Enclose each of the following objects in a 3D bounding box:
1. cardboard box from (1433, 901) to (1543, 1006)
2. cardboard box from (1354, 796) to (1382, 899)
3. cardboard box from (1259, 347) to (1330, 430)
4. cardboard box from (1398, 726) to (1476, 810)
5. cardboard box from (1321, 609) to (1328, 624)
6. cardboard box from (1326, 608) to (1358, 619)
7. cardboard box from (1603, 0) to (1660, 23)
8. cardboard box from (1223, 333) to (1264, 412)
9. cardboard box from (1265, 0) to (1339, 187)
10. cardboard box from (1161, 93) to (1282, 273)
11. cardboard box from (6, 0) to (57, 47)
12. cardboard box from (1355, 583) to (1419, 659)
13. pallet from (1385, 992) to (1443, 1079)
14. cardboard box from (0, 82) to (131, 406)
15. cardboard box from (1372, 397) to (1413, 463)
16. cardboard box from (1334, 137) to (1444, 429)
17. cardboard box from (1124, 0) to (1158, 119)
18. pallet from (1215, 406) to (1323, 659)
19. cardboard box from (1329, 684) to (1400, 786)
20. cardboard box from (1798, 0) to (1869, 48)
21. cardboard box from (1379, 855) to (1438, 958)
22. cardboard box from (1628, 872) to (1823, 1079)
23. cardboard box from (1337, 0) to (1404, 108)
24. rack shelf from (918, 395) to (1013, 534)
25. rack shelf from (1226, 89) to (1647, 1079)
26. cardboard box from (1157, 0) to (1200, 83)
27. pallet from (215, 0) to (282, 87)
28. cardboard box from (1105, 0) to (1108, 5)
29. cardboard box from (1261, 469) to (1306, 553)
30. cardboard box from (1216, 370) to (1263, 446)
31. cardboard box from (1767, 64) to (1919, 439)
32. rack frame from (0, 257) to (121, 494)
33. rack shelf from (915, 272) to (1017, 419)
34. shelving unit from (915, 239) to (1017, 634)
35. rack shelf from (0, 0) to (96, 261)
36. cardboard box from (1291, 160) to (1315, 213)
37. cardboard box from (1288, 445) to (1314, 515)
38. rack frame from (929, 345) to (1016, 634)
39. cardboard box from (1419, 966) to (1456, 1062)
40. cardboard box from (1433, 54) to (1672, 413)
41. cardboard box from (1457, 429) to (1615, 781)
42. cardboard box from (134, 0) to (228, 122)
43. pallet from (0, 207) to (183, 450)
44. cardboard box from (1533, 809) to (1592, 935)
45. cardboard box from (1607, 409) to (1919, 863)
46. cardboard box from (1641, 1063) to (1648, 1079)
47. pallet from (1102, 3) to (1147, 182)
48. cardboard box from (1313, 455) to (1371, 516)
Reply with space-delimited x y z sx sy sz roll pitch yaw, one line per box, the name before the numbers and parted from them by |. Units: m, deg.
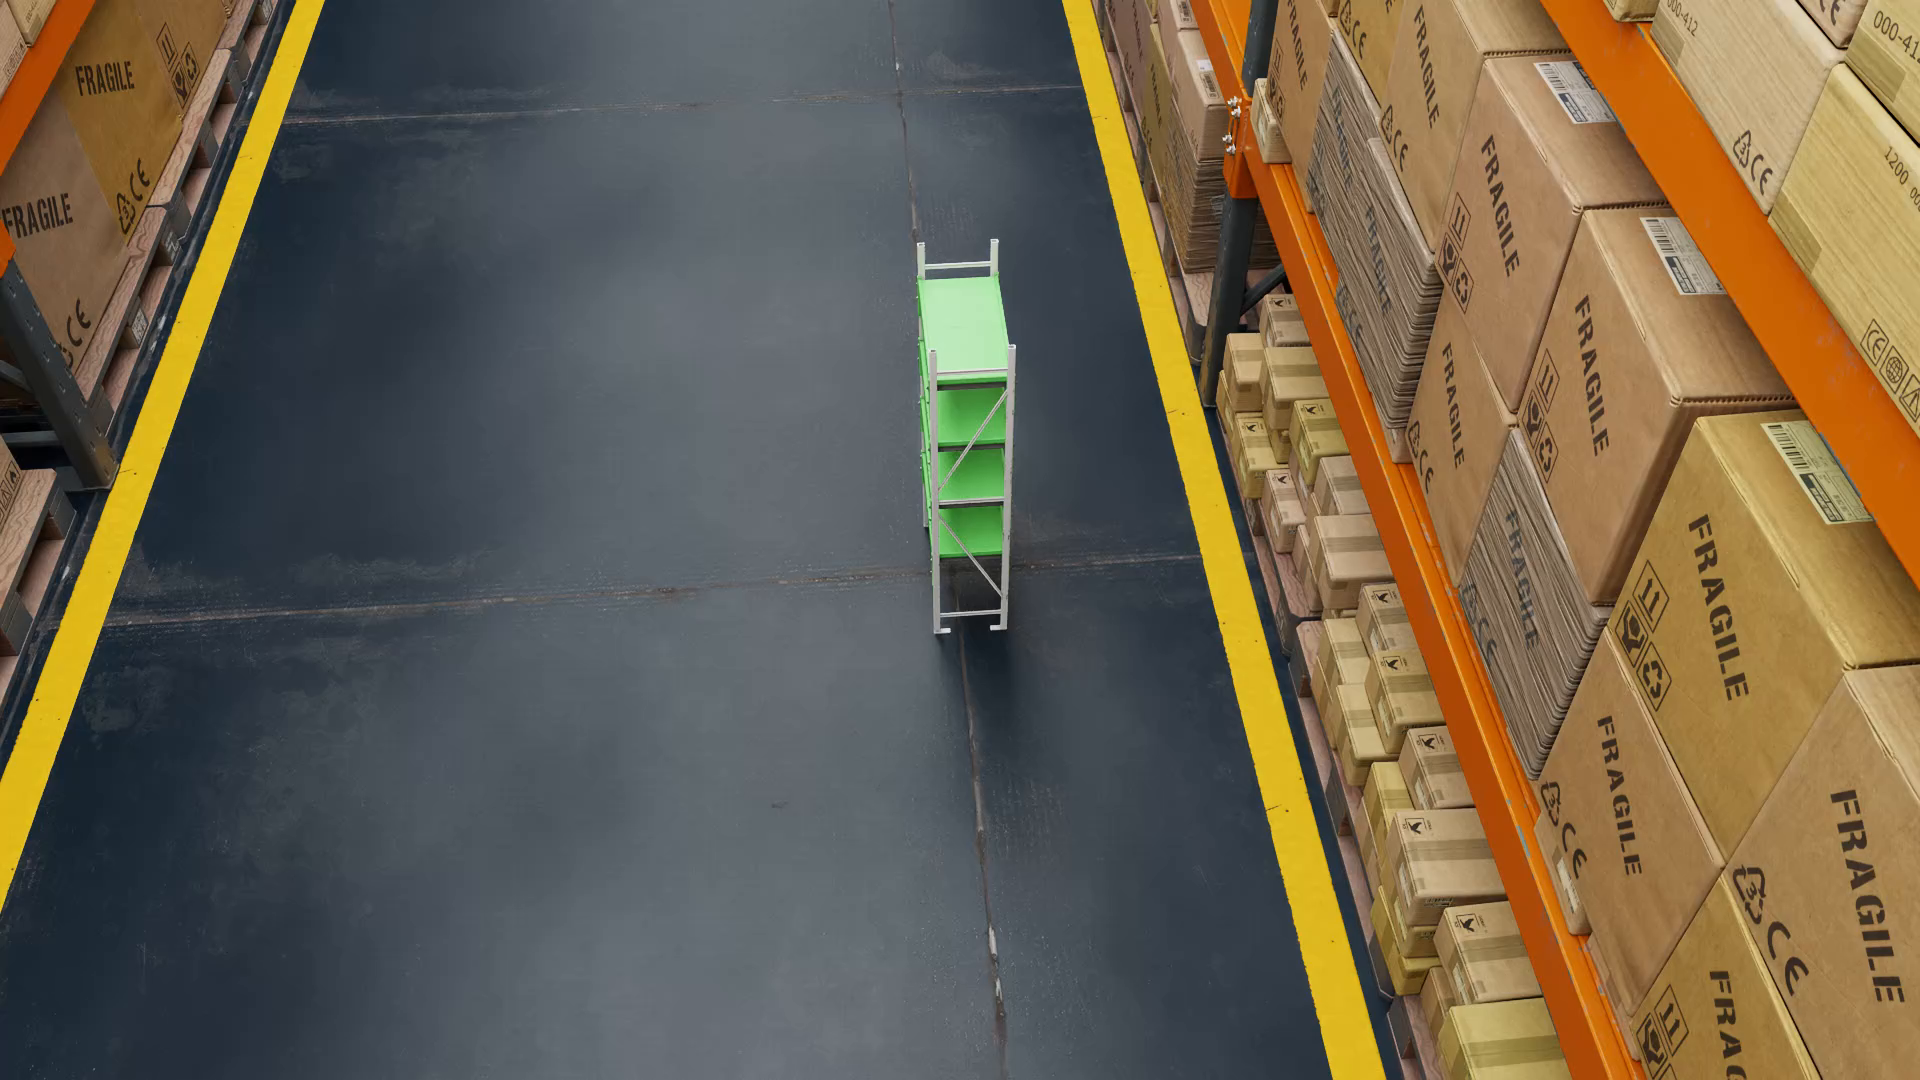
cardboard box | 1.371 1.008 3.994 0.380 0.149 0.250 -5 47 -5
cardboard box | 1.307 0.834 4.568 0.380 0.149 0.250 -3 47 -3
cardboard box | 1.190 -0.498 5.420 0.380 0.149 0.250 -1 47 -1
cardboard box | 1.381 0.619 4.362 0.380 0.149 0.250 -5 47 -5
cardboard box | 1.337 0.267 5.105 0.380 0.149 0.250 -5 47 -5
cardboard box | 1.301 0.169 4.993 0.380 0.149 0.250 -2 47 -1
cardboard box | 1.294 -1.105 2.767 0.500 0.250 0.500 -2 47 -2
cardboard box | 1.115 -0.578 5.701 0.380 0.149 0.250 -2 47 -1
cardboard box | 1.194 -1.357 4.695 0.500 0.500 0.500 -4 47 -4
cardboard box | 1.090 -1.399 6.441 0.500 0.500 0.500 -4 47 -4
cardboard box | -3.340 -1.877 5.565 0.500 0.250 0.500 -5 47 -4
cardboard box | 1.349 0.251 4.711 0.380 0.149 0.250 -5 47 -5
pallet | 1.699 1.614 4.076 1.003 0.211 1.213 -3 47 -3
cardboard box | -3.653 -1.077 5.878 0.875 0.875 0.875 -2 47 -2
cardboard box | 1.260 -0.333 4.172 0.380 0.149 0.250 -2 47 -2
cardboard box | 1.248 -0.633 4.009 0.500 0.500 0.500 -4 47 -4
cardboard box | 1.009 -2.141 7.145 0.500 0.500 0.500 -4 47 -4
pallet | 1.495 -0.151 5.748 1.003 0.211 1.213 -3 47 -3
cardboard box | 1.254 0.535 4.646 0.380 0.149 0.250 -3 47 -3
cardboard box | 1.362 -0.910 2.239 0.500 0.250 0.500 -3 47 -3
cardboard box | 1.308 0.920 4.283 0.380 0.149 0.250 -3 47 -3
cardboard box | 1.444 0.854 2.601 0.500 0.500 0.500 -3 47 -2
cardboard box | 1.257 -1.359 4.009 0.500 0.500 0.500 -5 47 -4
rack shelf | 0.014 -0.249 5.247 0.258 0.148 0.480 -3 47 -3
rack shelf | 1.571 0.101 4.084 1.077 0.370 4.000 -3 47 -3
cardboard box | 1.059 -2.033 6.525 0.500 0.250 0.500 -1 47 -1
pallet | -3.865 -2.580 8.048 1.003 0.211 1.213 -3 47 -3
cardboard box | 0.919 -2.882 7.846 0.500 0.500 0.500 -3 47 -3
cardboard box | 1.208 -0.106 5.458 0.380 0.149 0.250 -4 47 -3
cardboard box | 1.114 -0.475 5.808 0.380 0.149 0.250 -5 47 -5
cardboard box | 1.386 -0.361 2.064 0.500 0.250 0.500 -3 47 -3
rack frame | -3.521 -1.220 4.839 1.000 3.000 0.127 -3 47 -3
rack shelf | 0.014 -0.579 4.899 0.258 0.148 0.480 -3 47 -3
shelving unit | 0.014 -0.293 5.201 0.258 1.200 0.503 -3 47 -3
rack shelf | -3.688 -2.419 6.471 1.077 0.370 4.000 -3 47 -3
cardboard box | 1.197 -1.100 4.899 0.380 0.149 0.250 -2 47 -2
cardboard box | 1.282 -0.227 5.368 0.380 0.149 0.250 -4 47 -4
rack frame | 0.034 -0.116 5.034 0.240 1.200 0.015 -3 47 -3
cardboard box | 1.394 1.214 4.209 0.380 0.149 0.250 -3 47 -3
cardboard box | 1.310 -0.621 3.310 0.500 0.500 0.500 -5 47 -5
cardboard box | 1.354 0.115 3.301 0.500 0.500 0.500 -3 47 -3
cardboard box | -3.810 -2.377 7.110 0.875 0.875 0.875 -3 47 -3
pallet | -3.661 -0.815 6.376 1.003 0.211 1.213 -3 47 -3
cardboard box | 1.365 0.622 3.268 0.380 0.149 0.250 -2 47 -2
cardboard box | 1.410 0.137 2.592 0.500 0.500 0.500 -5 47 -5
cardboard box | 1.446 0.986 2.924 0.380 0.149 0.250 -4 47 -3
pallet | 1.231 -2.083 7.577 1.003 0.211 1.213 -3 47 -3
cardboard box | 1.304 -0.130 5.072 0.380 0.149 0.250 -5 47 -4
